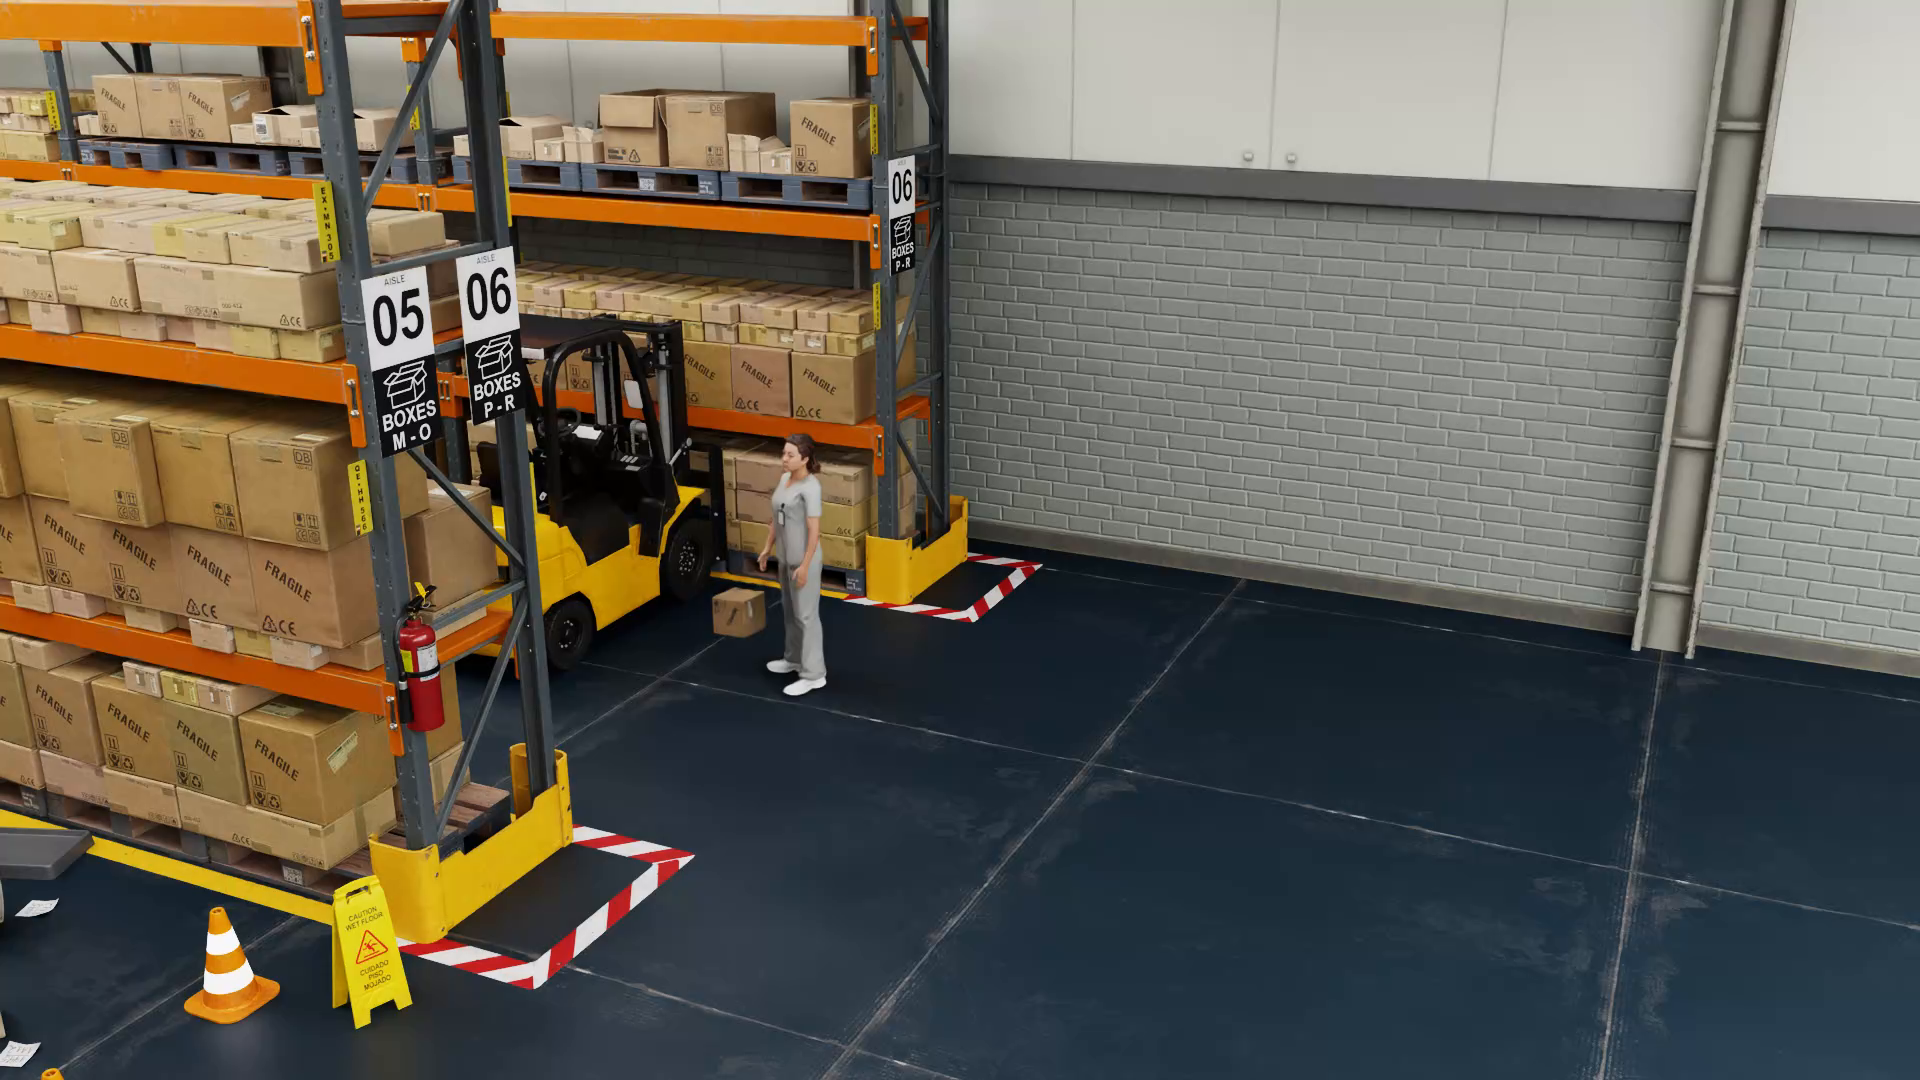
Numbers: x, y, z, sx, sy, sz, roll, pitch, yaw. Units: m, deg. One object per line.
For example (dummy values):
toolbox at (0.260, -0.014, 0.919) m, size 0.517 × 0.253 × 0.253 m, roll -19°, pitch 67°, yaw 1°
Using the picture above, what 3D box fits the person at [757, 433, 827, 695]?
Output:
person at (-1.055, 0.127, 10.641) m, size 0.396 × 1.681 × 0.540 m, roll -11°, pitch 22°, yaw -29°
